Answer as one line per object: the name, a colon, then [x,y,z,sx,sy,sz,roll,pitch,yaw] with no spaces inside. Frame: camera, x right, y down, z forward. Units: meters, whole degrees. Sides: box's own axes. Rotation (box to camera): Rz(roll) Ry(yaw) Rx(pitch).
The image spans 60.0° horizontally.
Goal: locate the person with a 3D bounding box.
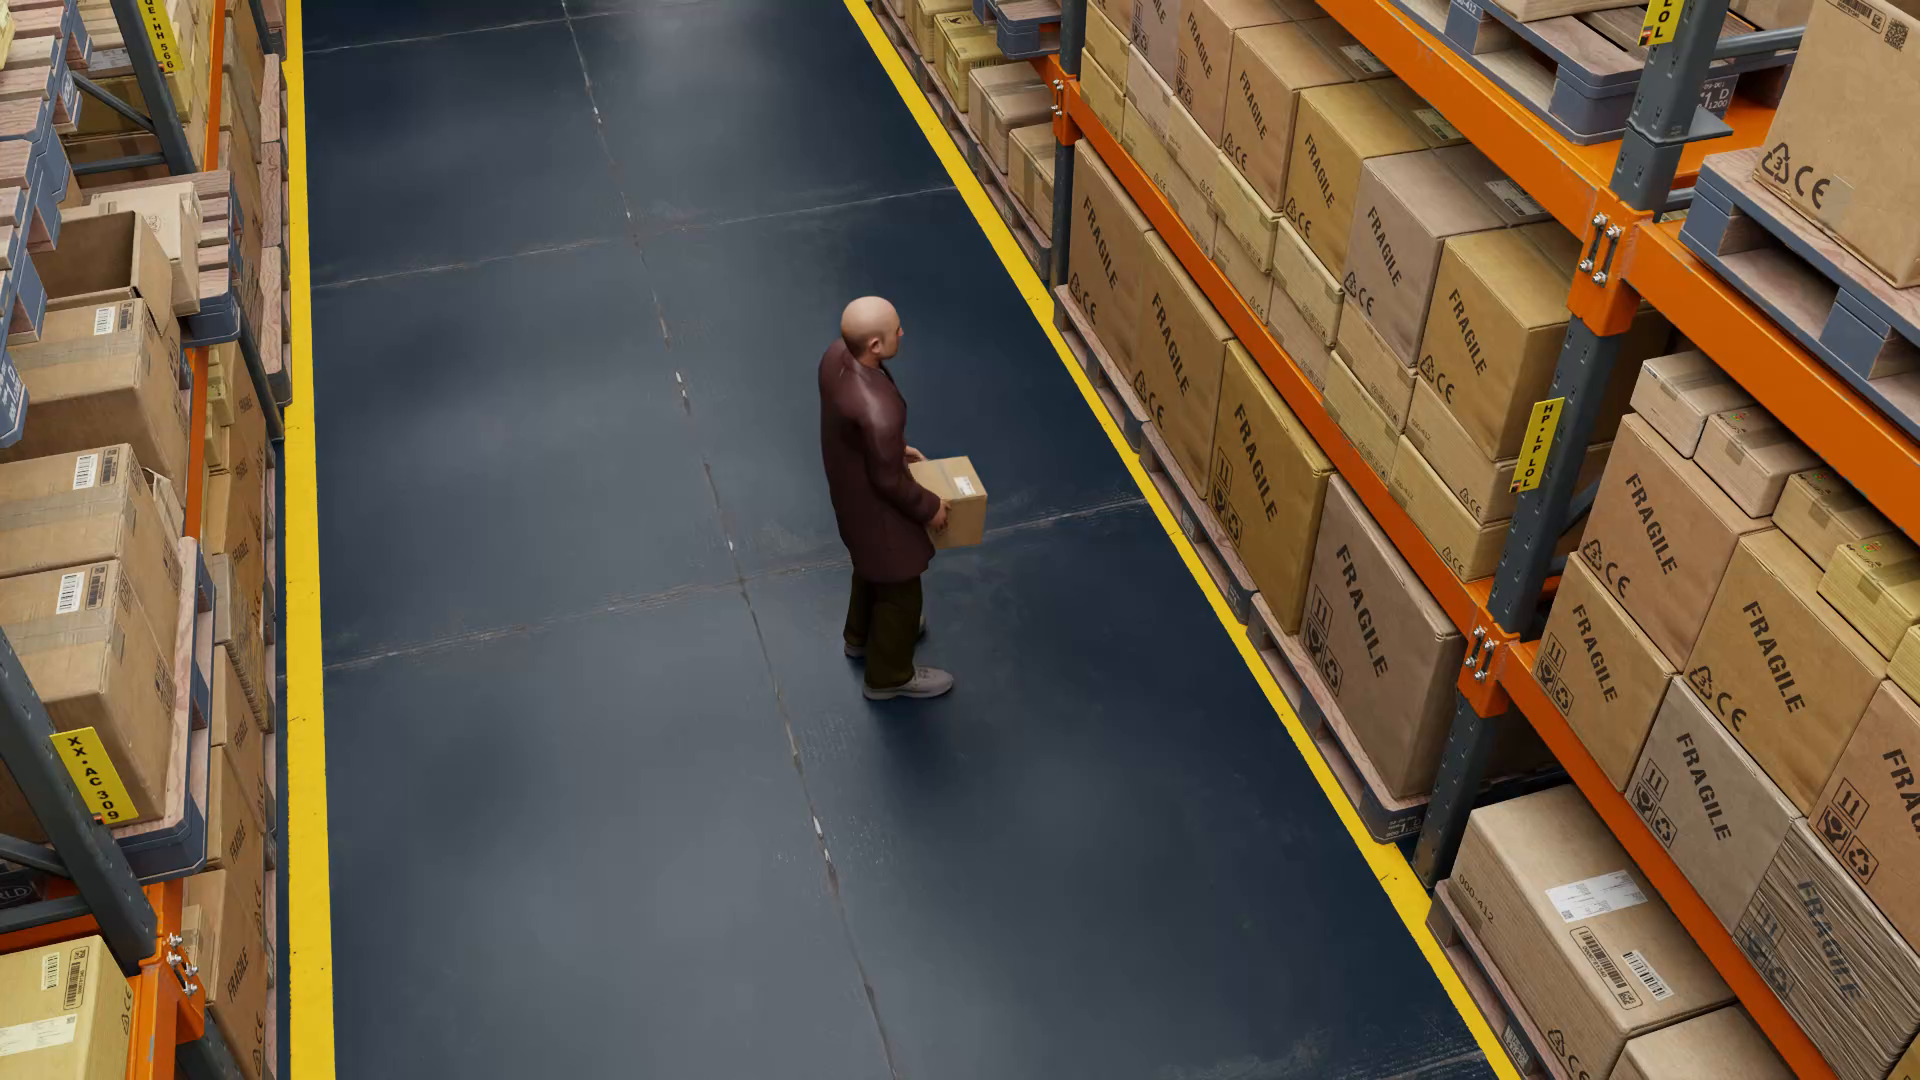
person: [-0.285,-0.142,6.368,0.443,1.723,0.579,-13,43,-14]
